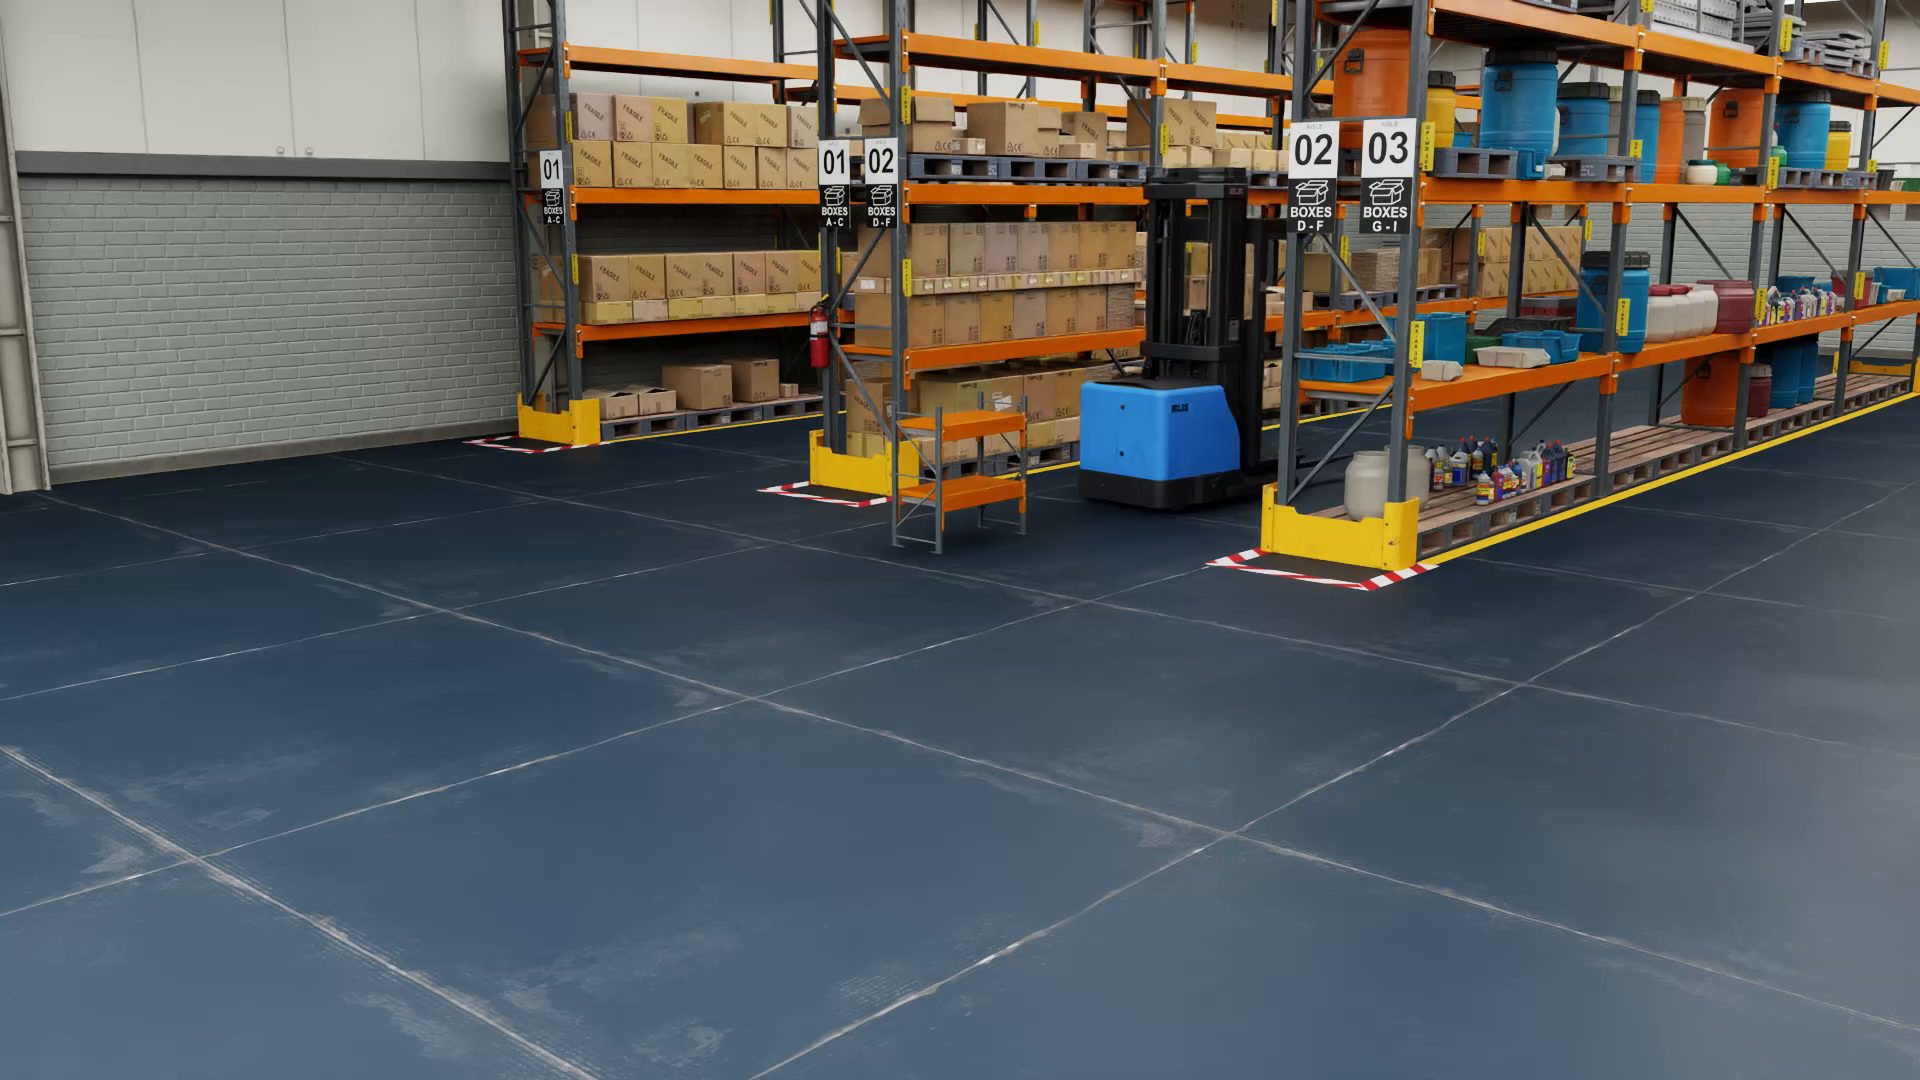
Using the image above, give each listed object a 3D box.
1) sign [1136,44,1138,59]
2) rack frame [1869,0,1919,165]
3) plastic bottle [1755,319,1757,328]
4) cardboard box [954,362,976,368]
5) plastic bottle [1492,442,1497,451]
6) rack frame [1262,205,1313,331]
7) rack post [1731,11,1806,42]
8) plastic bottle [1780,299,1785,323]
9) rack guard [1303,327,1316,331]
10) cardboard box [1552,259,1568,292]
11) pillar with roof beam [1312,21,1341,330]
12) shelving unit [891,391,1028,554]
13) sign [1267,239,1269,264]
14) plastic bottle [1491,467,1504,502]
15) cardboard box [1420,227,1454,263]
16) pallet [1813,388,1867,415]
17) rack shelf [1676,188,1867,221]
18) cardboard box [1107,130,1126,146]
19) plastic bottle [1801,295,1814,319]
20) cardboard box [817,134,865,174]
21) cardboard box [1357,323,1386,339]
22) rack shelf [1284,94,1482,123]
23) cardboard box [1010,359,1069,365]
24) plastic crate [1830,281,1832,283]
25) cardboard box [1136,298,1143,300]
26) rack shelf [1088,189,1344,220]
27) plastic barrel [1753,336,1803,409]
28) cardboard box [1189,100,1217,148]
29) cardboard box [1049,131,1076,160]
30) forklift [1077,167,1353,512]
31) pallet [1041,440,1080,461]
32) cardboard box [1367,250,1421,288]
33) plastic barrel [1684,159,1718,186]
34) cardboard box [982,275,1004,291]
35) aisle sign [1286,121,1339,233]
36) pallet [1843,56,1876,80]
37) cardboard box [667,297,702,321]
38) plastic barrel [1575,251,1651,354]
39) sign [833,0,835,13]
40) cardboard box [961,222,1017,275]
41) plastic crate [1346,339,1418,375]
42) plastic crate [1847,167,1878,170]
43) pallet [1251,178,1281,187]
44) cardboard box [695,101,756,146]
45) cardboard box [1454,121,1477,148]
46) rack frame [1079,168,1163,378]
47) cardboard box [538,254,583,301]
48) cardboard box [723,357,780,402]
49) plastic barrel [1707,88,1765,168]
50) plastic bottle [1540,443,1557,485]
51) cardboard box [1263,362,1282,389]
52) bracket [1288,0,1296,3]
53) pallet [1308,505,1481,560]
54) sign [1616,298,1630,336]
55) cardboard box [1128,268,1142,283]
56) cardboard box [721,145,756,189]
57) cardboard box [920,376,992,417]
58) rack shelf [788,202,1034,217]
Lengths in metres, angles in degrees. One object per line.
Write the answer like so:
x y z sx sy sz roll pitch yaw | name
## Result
2.907 -7.924 27.118 0.100 0.325 0.005 10 15 40 | sign
13.390 -6.620 23.381 1.000 3.000 0.127 10 15 40 | rack frame
8.638 -2.462 18.197 0.152 0.276 0.135 10 15 40 | plastic bottle
-0.196 -2.599 23.822 0.700 0.500 0.500 10 15 40 | cardboard box
4.817 -0.741 15.077 0.061 0.283 0.133 10 15 40 | plastic bottle
5.948 -4.959 30.382 1.000 3.000 0.127 10 15 40 | rack frame
8.557 -5.518 18.056 0.954 0.300 0.937 10 15 40 | rack post
9.345 -2.609 18.946 0.097 0.271 0.097 0 11 0 | plastic bottle
5.964 -3.737 30.644 1.175 0.500 0.348 10 15 40 | rack guard
9.241 -4.190 26.277 0.500 0.500 0.500 10 15 41 | cardboard box
10.315 -7.853 29.556 9.100 9.000 0.548 10 15 40 | pillar with roof beam
0.004 -0.553 13.106 0.538 1.125 1.048 10 15 40 | shelving unit
3.977 -3.740 21.523 0.100 0.325 0.005 10 15 40 | sign
4.423 -0.465 13.694 0.061 0.283 0.133 10 15 41 | plastic bottle
7.171 -4.378 24.664 0.500 0.500 0.500 10 15 41 | cardboard box
11.206 -1.835 21.862 1.003 0.211 1.213 10 15 40 | pallet
9.430 -3.914 19.325 1.077 0.370 4.000 10 15 40 | rack shelf
2.275 -6.278 26.035 0.500 0.250 0.500 9 15 39 | cardboard box
10.070 -2.781 19.795 0.152 0.276 0.135 10 15 40 | plastic bottle
-1.552 -4.990 21.548 0.500 0.500 0.500 -9 15 -39 | cardboard box
5.869 -2.902 23.424 0.500 0.250 0.500 10 15 40 | cardboard box
5.711 -5.829 22.280 1.077 0.370 4.000 10 15 40 | rack shelf
0.885 -1.677 17.981 0.500 0.500 0.500 10 15 40 | cardboard box
12.545 -3.535 23.525 0.416 0.233 0.300 10 15 40 | plastic crate
2.193 -2.641 19.118 0.396 0.266 0.258 9 15 39 | cardboard box
3.071 -3.966 19.588 1.077 0.370 4.000 10 15 40 | rack shelf
9.910 -2.085 20.275 0.600 0.901 0.708 10 15 40 | plastic barrel
2.546 -4.697 18.808 0.500 0.500 0.500 -10 15 -42 | cardboard box
0.864 -4.136 17.400 0.500 0.311 0.500 9 14 37 | cardboard box
2.485 -1.898 15.231 3.031 2.935 1.130 -10 15 -41 | forklift
1.194 -1.075 18.053 1.003 0.211 1.213 10 15 40 | pallet
5.912 -3.718 22.839 0.700 0.500 0.500 6 13 26 | cardboard box
7.445 -3.687 16.707 0.301 0.262 0.301 0 11 0 | plastic barrel
0.211 -2.514 16.230 0.380 0.149 0.250 9 14 38 | cardboard box
2.558 -2.627 12.067 0.394 0.787 0.004 10 15 40 | aisle sign
10.227 -5.617 19.863 1.003 0.211 1.213 10 15 40 | pallet
-3.380 -2.724 19.525 0.500 0.250 0.500 9 15 39 | cardboard box
5.952 -2.176 15.168 0.600 0.901 0.708 10 15 40 | plastic barrel
-1.578 -6.559 20.491 0.100 0.325 0.005 10 15 40 | sign
0.138 -2.878 16.392 0.700 0.500 0.500 10 15 41 | cardboard box
3.367 -1.458 13.234 0.499 0.251 0.408 10 15 40 | plastic crate
12.175 -4.929 22.733 0.504 0.338 0.767 10 15 40 | plastic crate
4.010 -4.409 20.452 1.213 0.211 1.003 11 16 43 | pallet
-2.791 -4.945 19.792 0.500 0.500 0.500 9 14 38 | cardboard box
7.324 -5.817 24.213 0.700 0.500 0.500 10 15 40 | cardboard box
1.751 -2.554 18.338 1.000 3.000 0.127 10 15 40 | rack frame
-4.462 -3.006 19.020 0.500 0.500 0.500 10 15 40 | cardboard box
-2.628 -2.026 20.953 0.500 0.500 0.500 8 14 36 | cardboard box
8.486 -4.472 18.115 0.600 0.830 0.708 10 15 40 | plastic barrel
5.134 -0.669 14.543 0.144 0.351 0.185 9 14 38 | plastic bottle
3.557 -2.015 20.156 0.500 0.311 0.500 10 15 40 | cardboard box
5.362 -9.687 29.544 0.076 0.066 4.783 10 15 40 | bracket
3.384 -0.093 13.137 1.003 0.211 1.213 10 15 40 | pallet
5.875 -1.976 14.738 0.100 0.325 0.005 10 15 40 | sign
1.732 -2.853 17.926 0.380 0.149 0.250 10 15 40 | cardboard box
-2.801 -4.458 19.908 0.500 0.500 0.500 9 14 38 | cardboard box
-0.040 -1.314 16.167 0.500 0.500 0.500 10 15 40 | cardboard box
-0.653 -4.606 22.792 1.077 0.370 4.000 10 15 40 | rack shelf
